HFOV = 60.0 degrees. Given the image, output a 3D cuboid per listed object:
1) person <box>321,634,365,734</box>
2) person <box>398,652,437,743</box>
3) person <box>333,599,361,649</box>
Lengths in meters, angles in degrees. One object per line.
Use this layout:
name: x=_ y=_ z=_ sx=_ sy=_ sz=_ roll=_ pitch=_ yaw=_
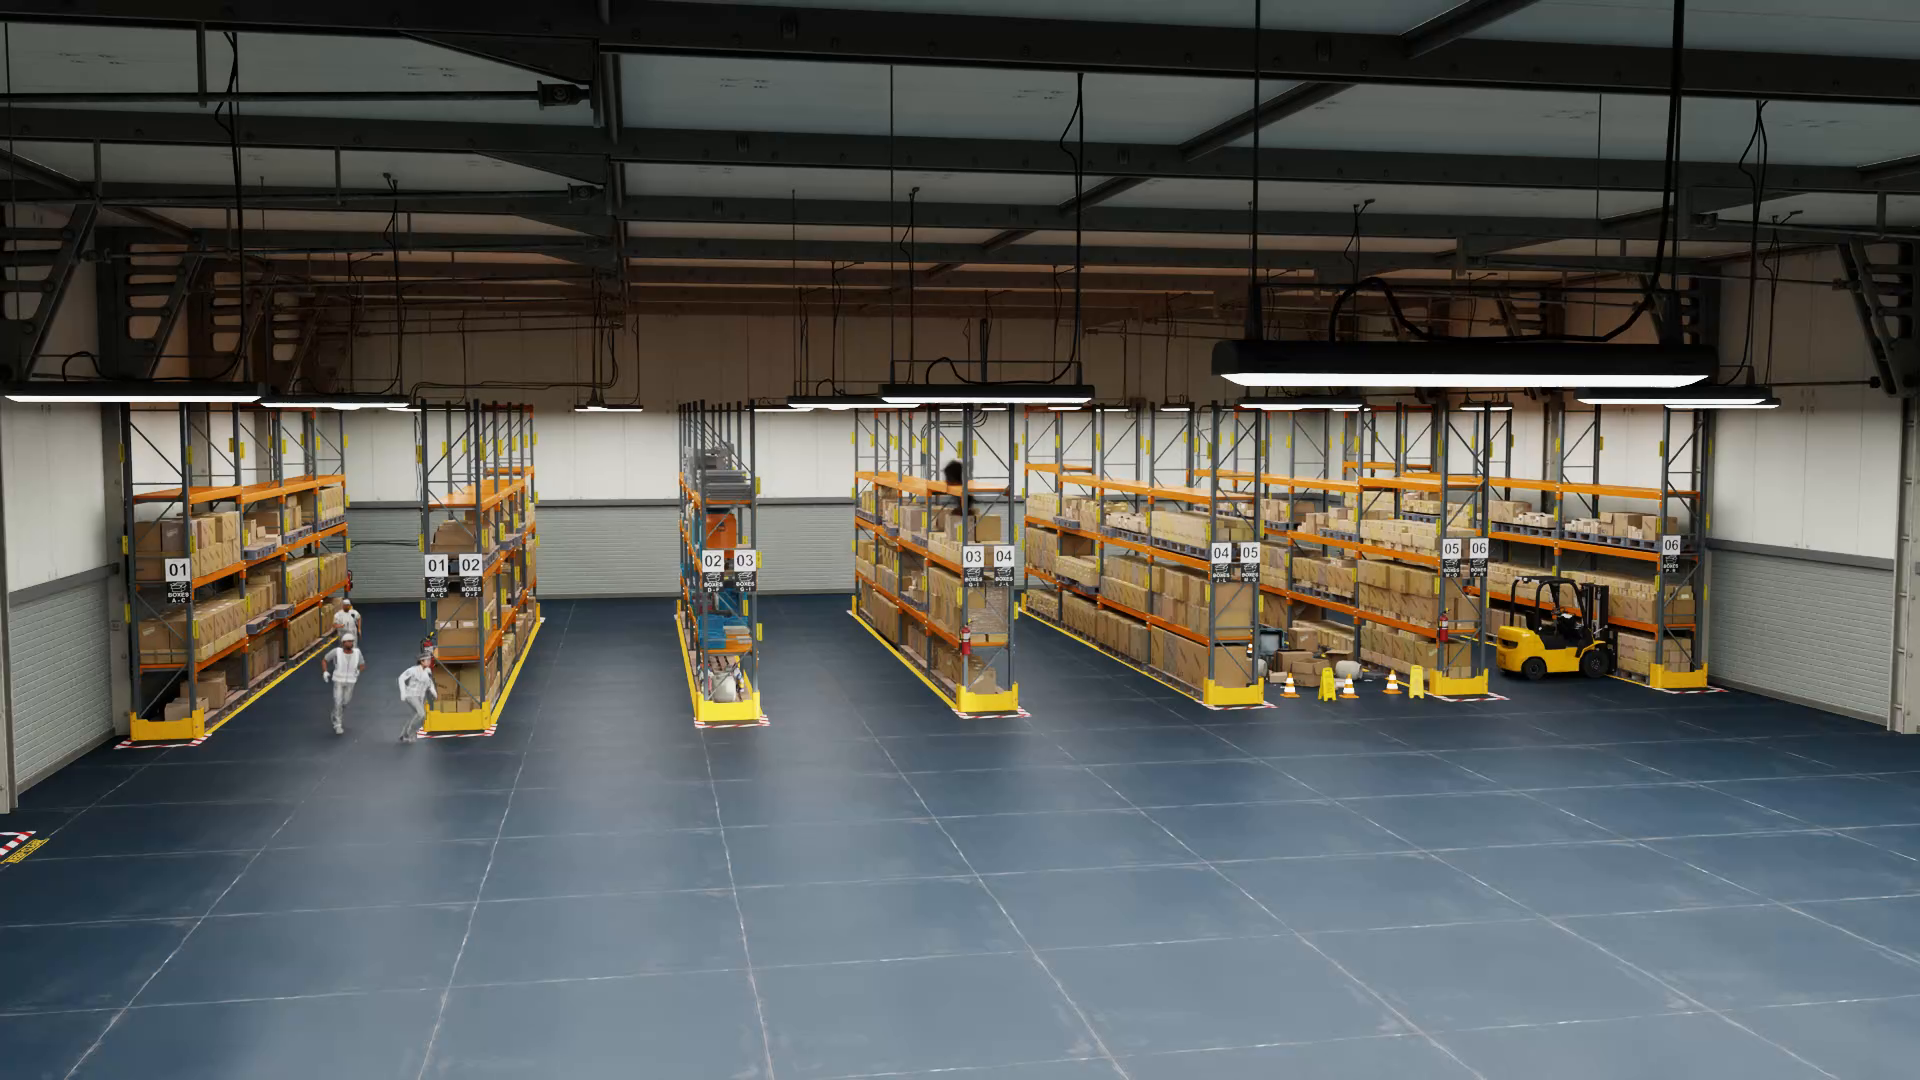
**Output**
person: x=-11.140 y=2.562 z=30.095 sx=0.739 sy=1.745 sz=0.964 roll=-3 pitch=5 yaw=-36
person: x=-9.479 y=2.747 z=29.052 sx=0.687 sy=1.587 sz=0.640 roll=2 pitch=5 yaw=27
person: x=-13.414 y=2.147 z=36.403 sx=0.554 sy=1.724 sz=0.842 roll=-1 pitch=4 yaw=-15
